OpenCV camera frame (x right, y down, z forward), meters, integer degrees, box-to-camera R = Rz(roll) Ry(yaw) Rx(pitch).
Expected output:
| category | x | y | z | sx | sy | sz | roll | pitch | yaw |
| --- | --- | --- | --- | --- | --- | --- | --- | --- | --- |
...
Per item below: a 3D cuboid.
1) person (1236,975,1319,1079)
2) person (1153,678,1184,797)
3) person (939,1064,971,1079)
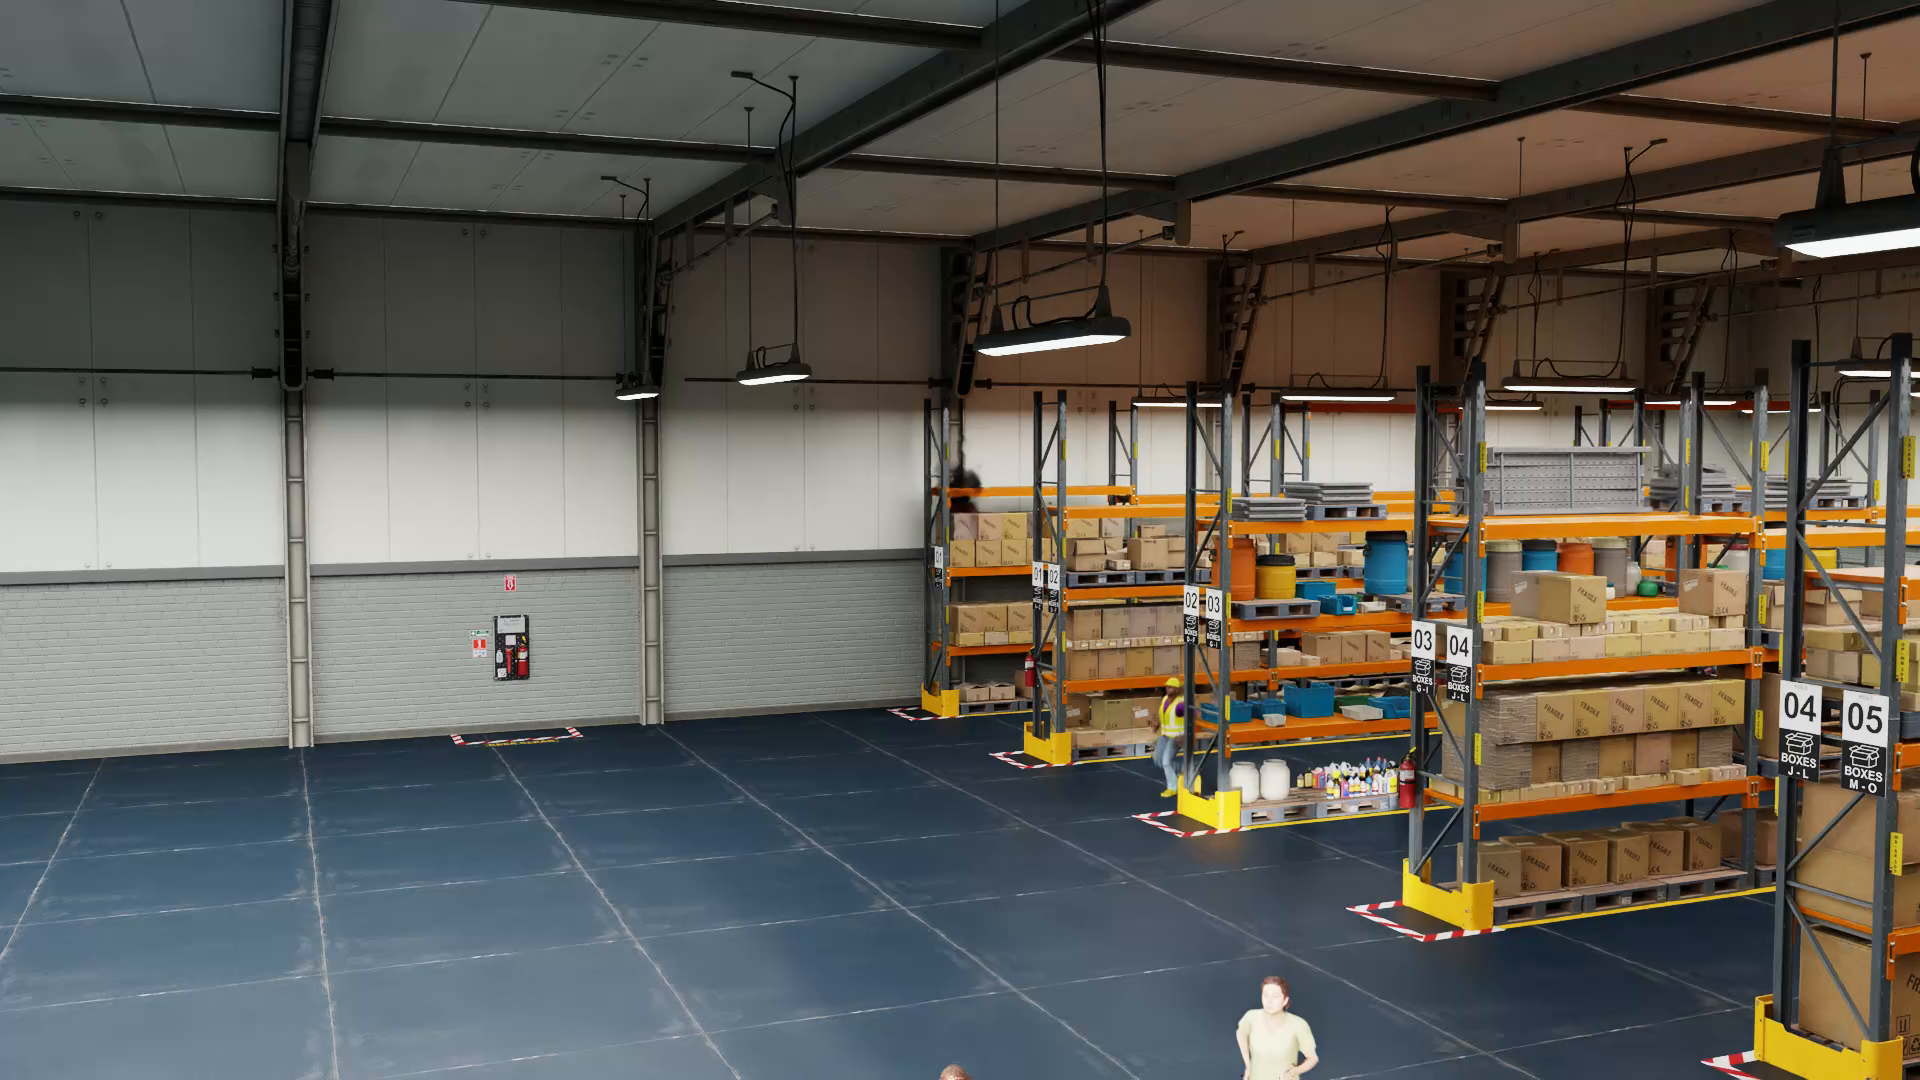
| category | x | y | z | sx | sy | sz | roll | pitch | yaw |
| --- | --- | --- | --- | --- | --- | --- | --- | --- | --- |
| person | 2.078 | 3.694 | 10.954 | 0.552 | 1.674 | 0.650 | 1 | 3 | 14 |
| person | 3.118 | 2.876 | 24.370 | 0.551 | 1.731 | 0.734 | -2 | 4 | -28 |
| person | -0.047 | 3.796 | 9.488 | 0.510 | 1.643 | 0.737 | 0 | 3 | 1 |
